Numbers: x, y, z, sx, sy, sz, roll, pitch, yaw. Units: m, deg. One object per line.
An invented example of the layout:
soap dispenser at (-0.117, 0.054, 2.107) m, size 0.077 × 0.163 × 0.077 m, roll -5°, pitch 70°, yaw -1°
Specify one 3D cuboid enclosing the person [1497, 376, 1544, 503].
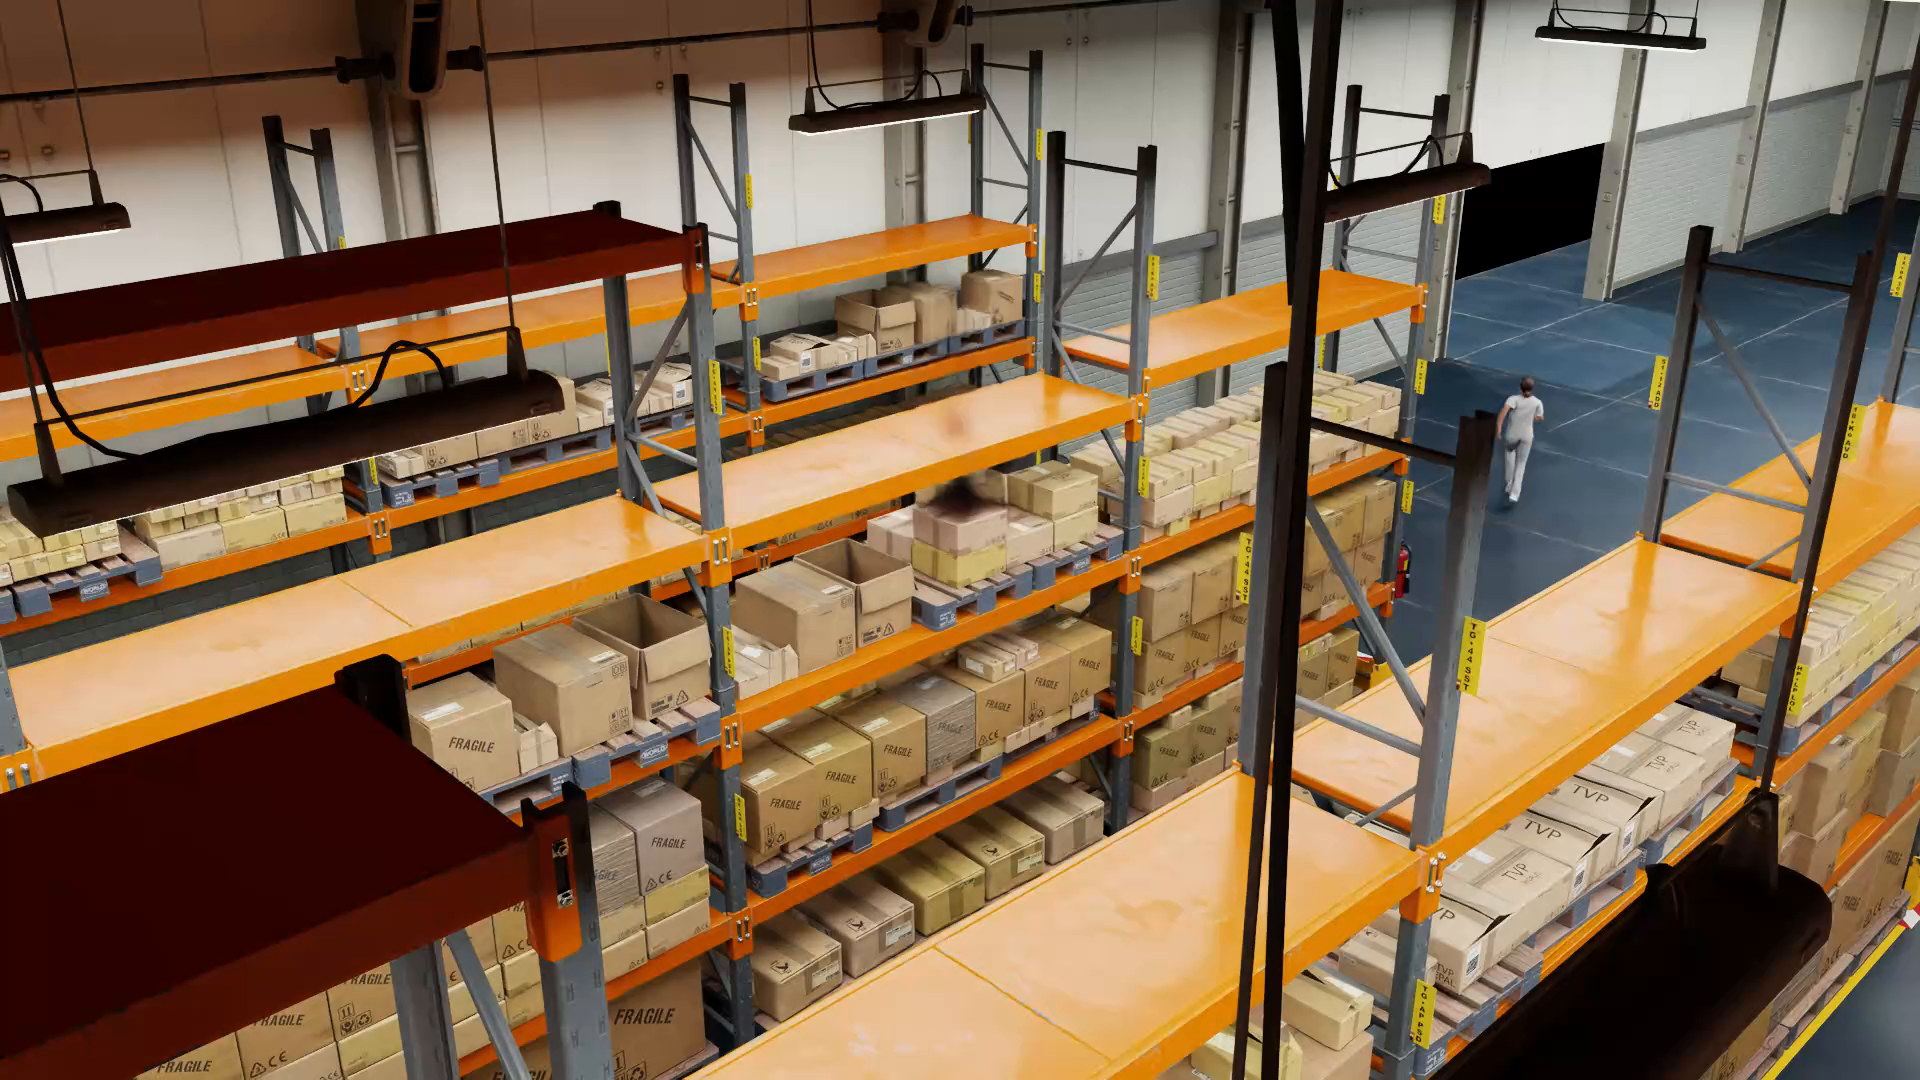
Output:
person at (7.323, -1.287, 21.813) m, size 0.586 × 1.694 × 0.836 m, roll 5°, pitch 23°, yaw 12°
